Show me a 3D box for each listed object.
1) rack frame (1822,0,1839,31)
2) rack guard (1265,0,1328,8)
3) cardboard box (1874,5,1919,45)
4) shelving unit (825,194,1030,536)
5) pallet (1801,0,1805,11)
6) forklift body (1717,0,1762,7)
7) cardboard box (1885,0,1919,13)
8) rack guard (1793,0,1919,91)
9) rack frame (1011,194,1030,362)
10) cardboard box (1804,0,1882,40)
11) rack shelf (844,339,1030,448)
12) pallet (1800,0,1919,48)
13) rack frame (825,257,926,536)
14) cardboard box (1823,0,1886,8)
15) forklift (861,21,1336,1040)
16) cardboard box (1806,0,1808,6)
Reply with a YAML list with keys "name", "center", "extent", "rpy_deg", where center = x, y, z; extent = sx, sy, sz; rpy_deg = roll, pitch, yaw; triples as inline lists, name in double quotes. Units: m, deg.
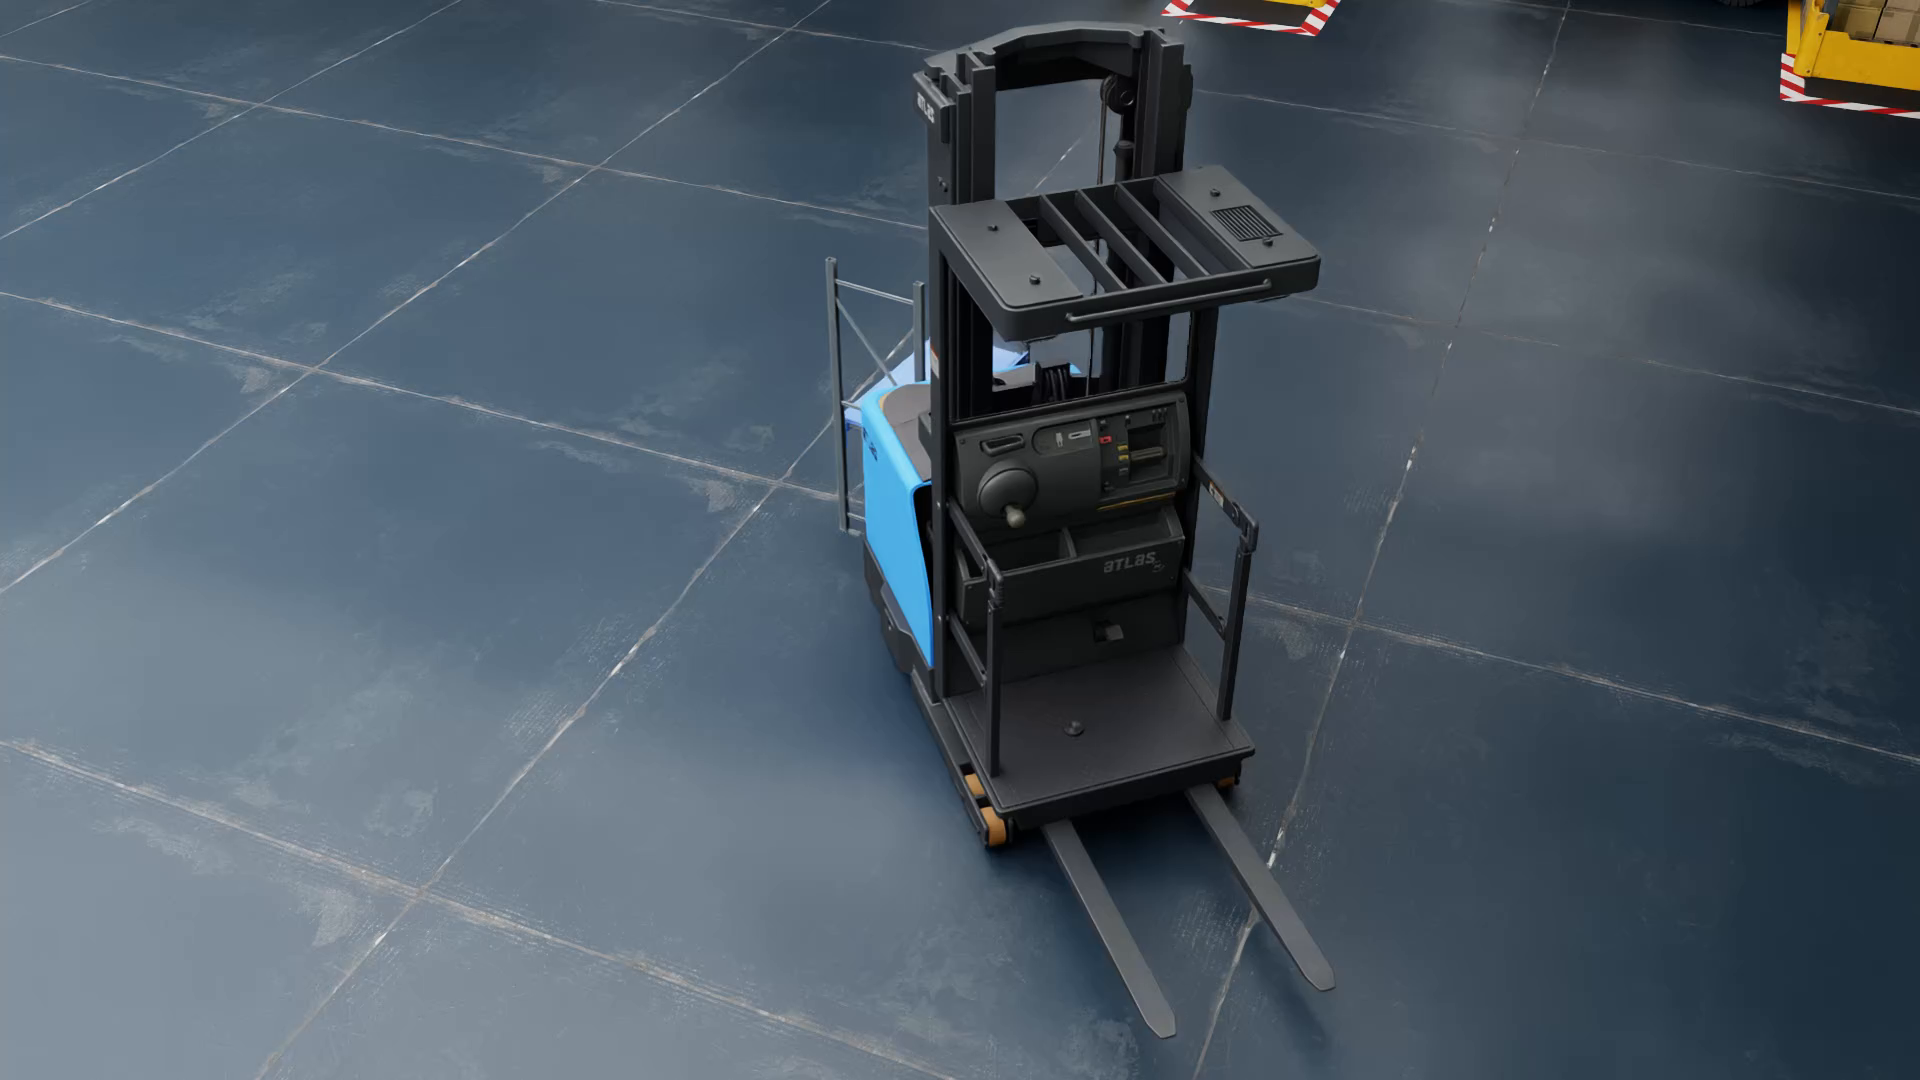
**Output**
- name: "rack frame"
  center: [7.225, -4.867, 12.256]
  extent: [1.000, 3.000, 0.127]
  rpy_deg: [14, 39, 18]
- name: "rack guard"
  center: [2.662, -5.036, 14.570]
  extent: [1.175, 0.500, 0.348]
  rpy_deg: [14, 39, 18]
- name: "cardboard box"
  center: [7.592, -4.161, 13.257]
  extent: [0.500, 0.250, 0.500]
  rpy_deg: [14, 39, 18]
- name: "shelving unit"
  center: [-0.124, -0.847, 8.131]
  extent: [0.538, 1.500, 1.048]
  rpy_deg: [19, 41, 24]
- name: "pallet"
  center: [7.942, -4.856, 14.570]
  extent: [1.003, 0.211, 1.213]
  rpy_deg: [14, 39, 18]
- name: "forklift body"
  center: [6.259, -5.992, 14.470]
  extent: [2.313, 2.155, 1.214]
  rpy_deg: [14, 39, 18]
- name: "cardboard box"
  center: [7.595, -4.347, 13.088]
  extent: [0.500, 0.250, 0.500]
  rpy_deg: [15, 39, 19]
- name: "rack guard"
  center: [7.215, -3.852, 12.986]
  extent: [1.175, 0.500, 0.348]
  rpy_deg: [14, 39, 18]
- name: "rack frame"
  center: [0.131, -1.111, 8.484]
  extent: [0.500, 1.500, 0.032]
  rpy_deg: [19, 41, 24]
- name: "cardboard box"
  center: [7.111, -4.266, 13.397]
  extent: [0.500, 0.250, 0.500]
  rpy_deg: [14, 39, 18]
- name: "rack shelf"
  center: [-0.124, -0.703, 8.239]
  extent: [0.538, 0.185, 1.000]
  rpy_deg: [19, 41, 24]
- name: "pallet"
  center: [7.477, -4.183, 13.670]
  extent: [1.003, 0.211, 1.213]
  rpy_deg: [14, 39, 18]
- name: "rack frame"
  center: [-0.378, -0.584, 7.779]
  extent: [0.500, 1.500, 0.032]
  rpy_deg: [19, 41, 24]
- name: "cardboard box"
  center: [7.121, -4.475, 13.259]
  extent: [0.500, 0.250, 0.500]
  rpy_deg: [13, 39, 17]
- name: "forklift"
  center: [0.506, -0.230, 6.110]
  extent: [1.130, 2.935, 3.031]
  rpy_deg: [-12, 38, -15]
- name: "cardboard box"
  center: [7.309, -4.539, 13.763]
  extent: [0.500, 0.250, 0.500]
  rpy_deg: [14, 39, 18]
